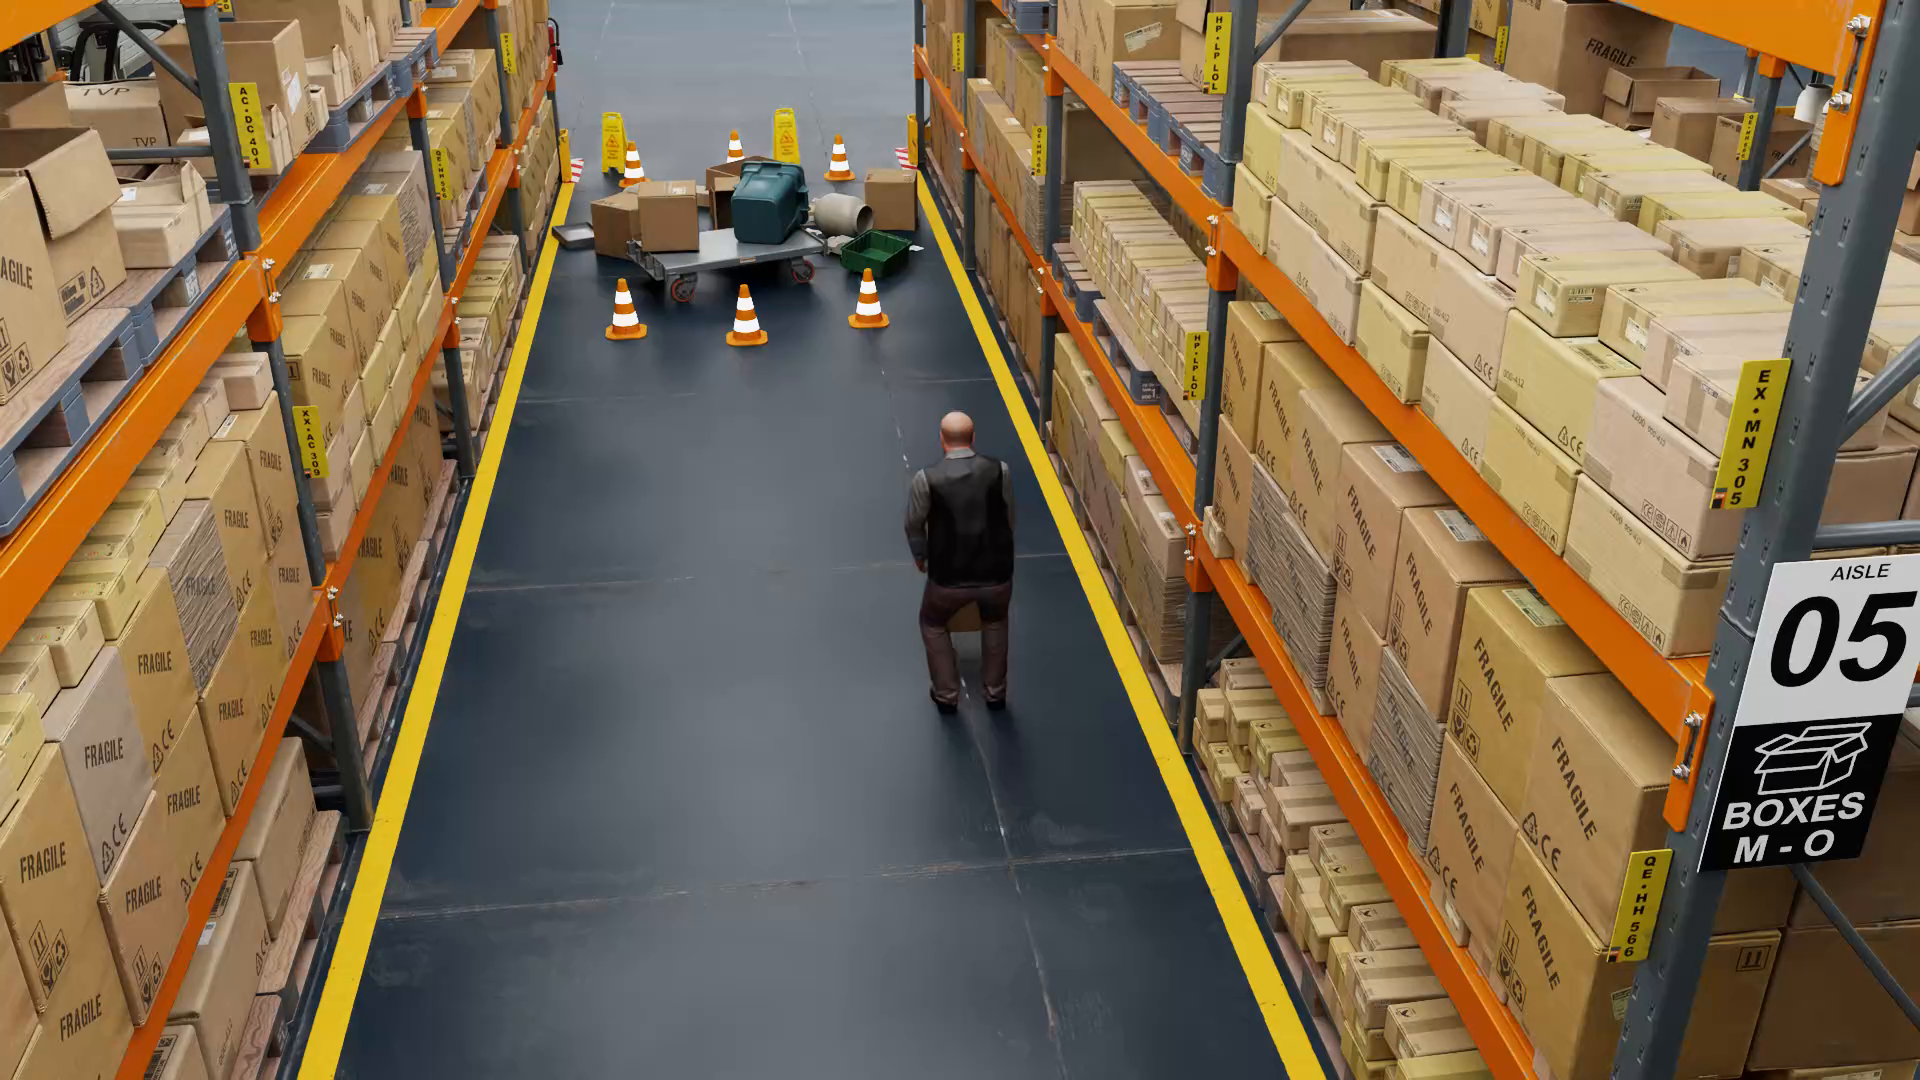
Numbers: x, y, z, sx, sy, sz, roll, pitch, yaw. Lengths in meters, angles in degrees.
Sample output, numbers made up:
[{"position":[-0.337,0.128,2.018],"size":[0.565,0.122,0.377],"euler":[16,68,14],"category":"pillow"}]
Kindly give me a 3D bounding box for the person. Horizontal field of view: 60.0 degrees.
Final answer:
[{"position":[0.010,0.148,8.521],"size":[0.581,1.581,0.555],"euler":[-3,27,-6],"category":"person"}]
